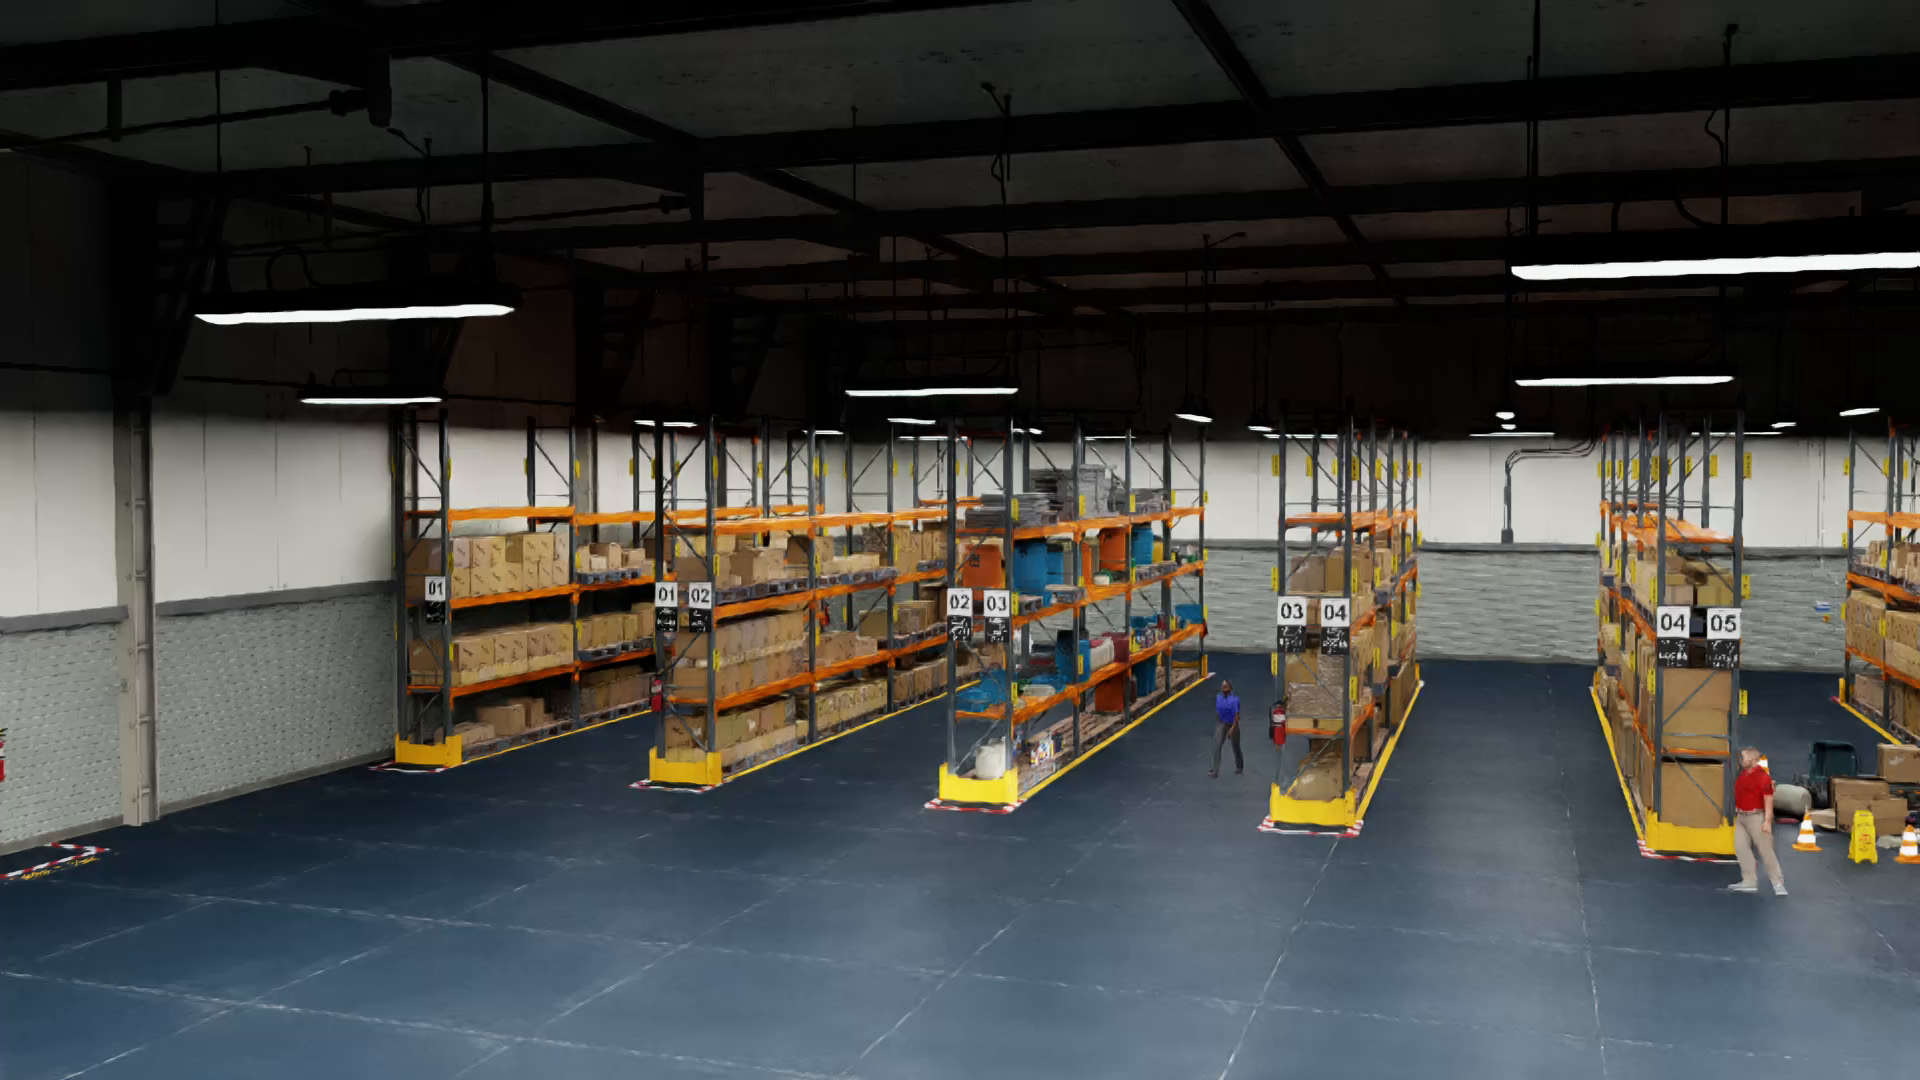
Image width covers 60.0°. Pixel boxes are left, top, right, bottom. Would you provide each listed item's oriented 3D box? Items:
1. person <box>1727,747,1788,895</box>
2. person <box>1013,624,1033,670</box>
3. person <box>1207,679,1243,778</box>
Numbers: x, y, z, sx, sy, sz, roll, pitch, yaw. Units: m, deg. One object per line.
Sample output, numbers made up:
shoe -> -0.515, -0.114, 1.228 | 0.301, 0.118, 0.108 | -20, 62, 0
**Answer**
person -> 9.438, 3.306, 19.647 | 0.554, 1.720, 0.652 | 0, 2, -8
person -> 1.354, 2.569, 37.916 | 0.639, 1.632, 0.506 | 1, 3, 17
person -> 4.337, 3.036, 26.936 | 0.443, 1.587, 0.991 | 1, 3, 27
